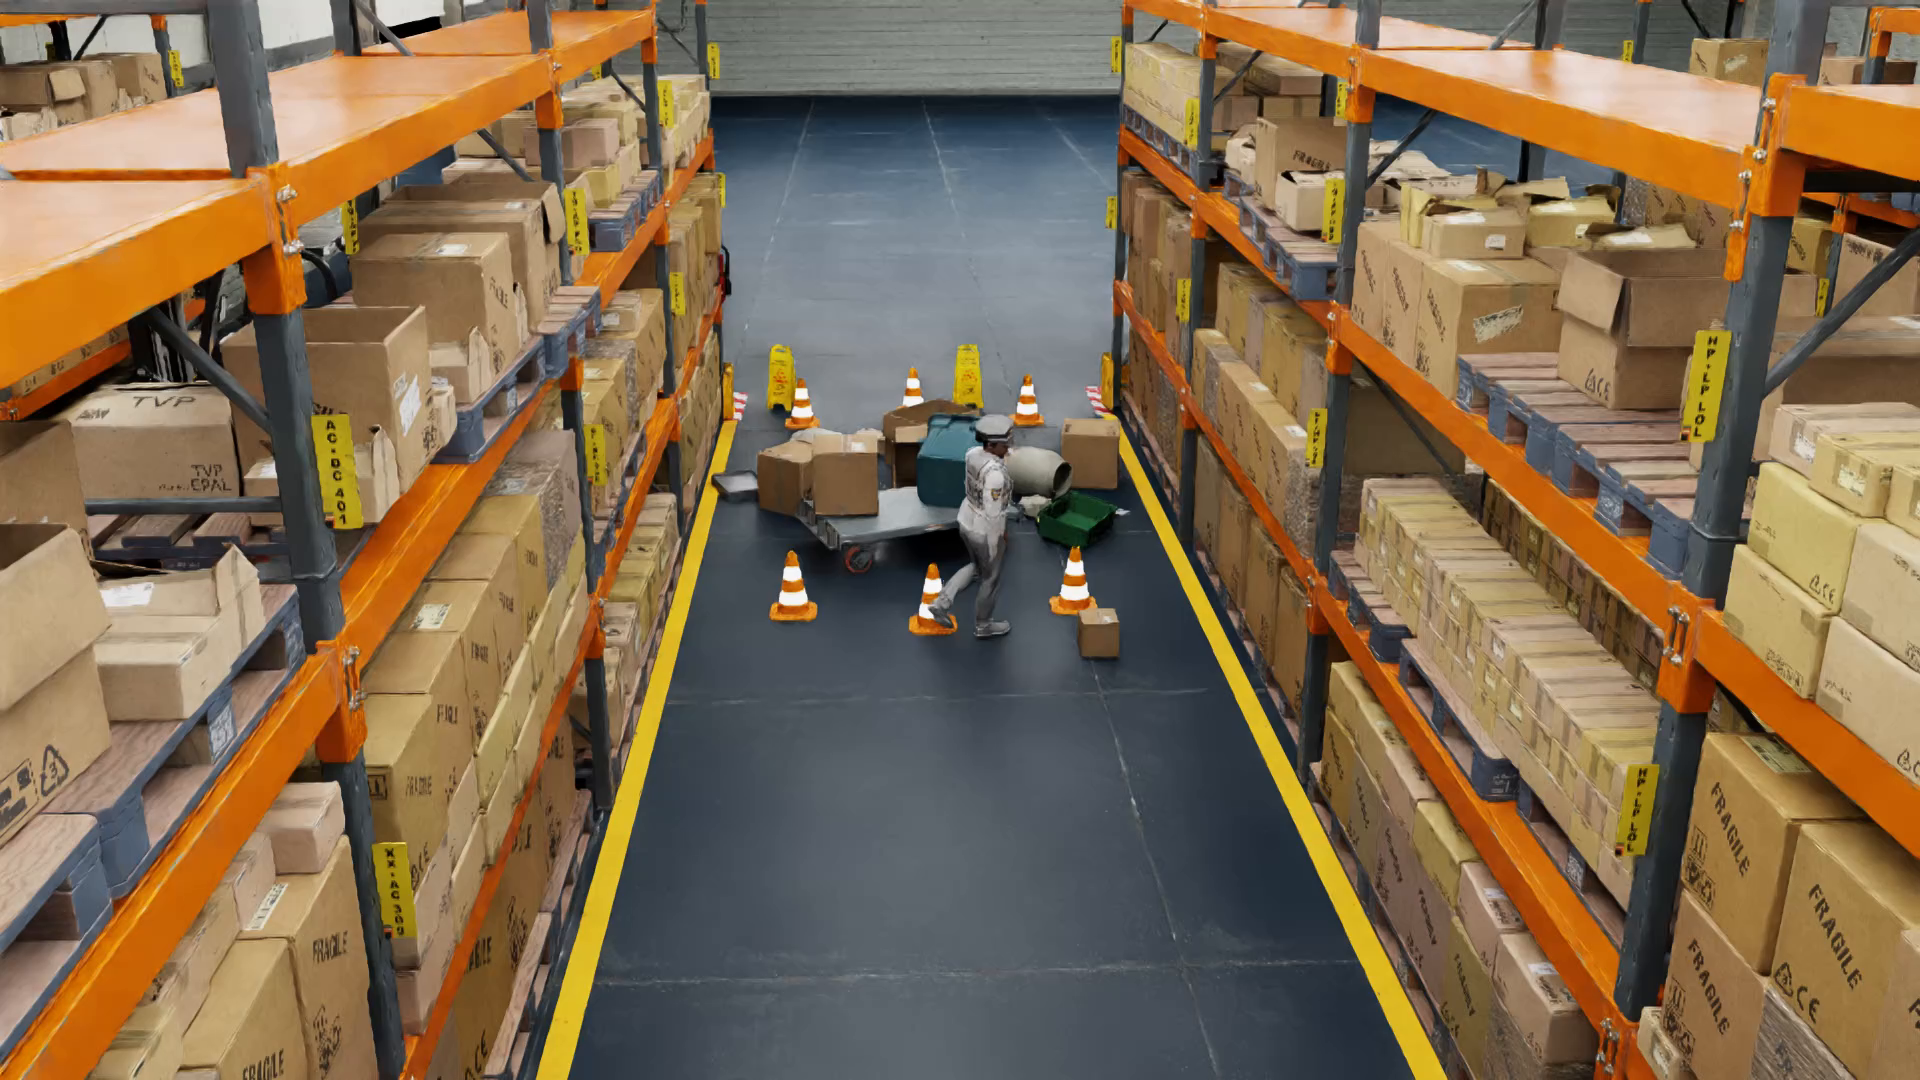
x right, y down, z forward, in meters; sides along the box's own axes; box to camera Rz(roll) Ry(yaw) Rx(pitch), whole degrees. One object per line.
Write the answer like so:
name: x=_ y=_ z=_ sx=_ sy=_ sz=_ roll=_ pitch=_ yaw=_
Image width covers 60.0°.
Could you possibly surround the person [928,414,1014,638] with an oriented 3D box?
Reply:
person: x=0.121 y=-0.053 z=11.234 sx=0.634 sy=1.638 sz=0.517 roll=-10 pitch=23 yaw=-25
